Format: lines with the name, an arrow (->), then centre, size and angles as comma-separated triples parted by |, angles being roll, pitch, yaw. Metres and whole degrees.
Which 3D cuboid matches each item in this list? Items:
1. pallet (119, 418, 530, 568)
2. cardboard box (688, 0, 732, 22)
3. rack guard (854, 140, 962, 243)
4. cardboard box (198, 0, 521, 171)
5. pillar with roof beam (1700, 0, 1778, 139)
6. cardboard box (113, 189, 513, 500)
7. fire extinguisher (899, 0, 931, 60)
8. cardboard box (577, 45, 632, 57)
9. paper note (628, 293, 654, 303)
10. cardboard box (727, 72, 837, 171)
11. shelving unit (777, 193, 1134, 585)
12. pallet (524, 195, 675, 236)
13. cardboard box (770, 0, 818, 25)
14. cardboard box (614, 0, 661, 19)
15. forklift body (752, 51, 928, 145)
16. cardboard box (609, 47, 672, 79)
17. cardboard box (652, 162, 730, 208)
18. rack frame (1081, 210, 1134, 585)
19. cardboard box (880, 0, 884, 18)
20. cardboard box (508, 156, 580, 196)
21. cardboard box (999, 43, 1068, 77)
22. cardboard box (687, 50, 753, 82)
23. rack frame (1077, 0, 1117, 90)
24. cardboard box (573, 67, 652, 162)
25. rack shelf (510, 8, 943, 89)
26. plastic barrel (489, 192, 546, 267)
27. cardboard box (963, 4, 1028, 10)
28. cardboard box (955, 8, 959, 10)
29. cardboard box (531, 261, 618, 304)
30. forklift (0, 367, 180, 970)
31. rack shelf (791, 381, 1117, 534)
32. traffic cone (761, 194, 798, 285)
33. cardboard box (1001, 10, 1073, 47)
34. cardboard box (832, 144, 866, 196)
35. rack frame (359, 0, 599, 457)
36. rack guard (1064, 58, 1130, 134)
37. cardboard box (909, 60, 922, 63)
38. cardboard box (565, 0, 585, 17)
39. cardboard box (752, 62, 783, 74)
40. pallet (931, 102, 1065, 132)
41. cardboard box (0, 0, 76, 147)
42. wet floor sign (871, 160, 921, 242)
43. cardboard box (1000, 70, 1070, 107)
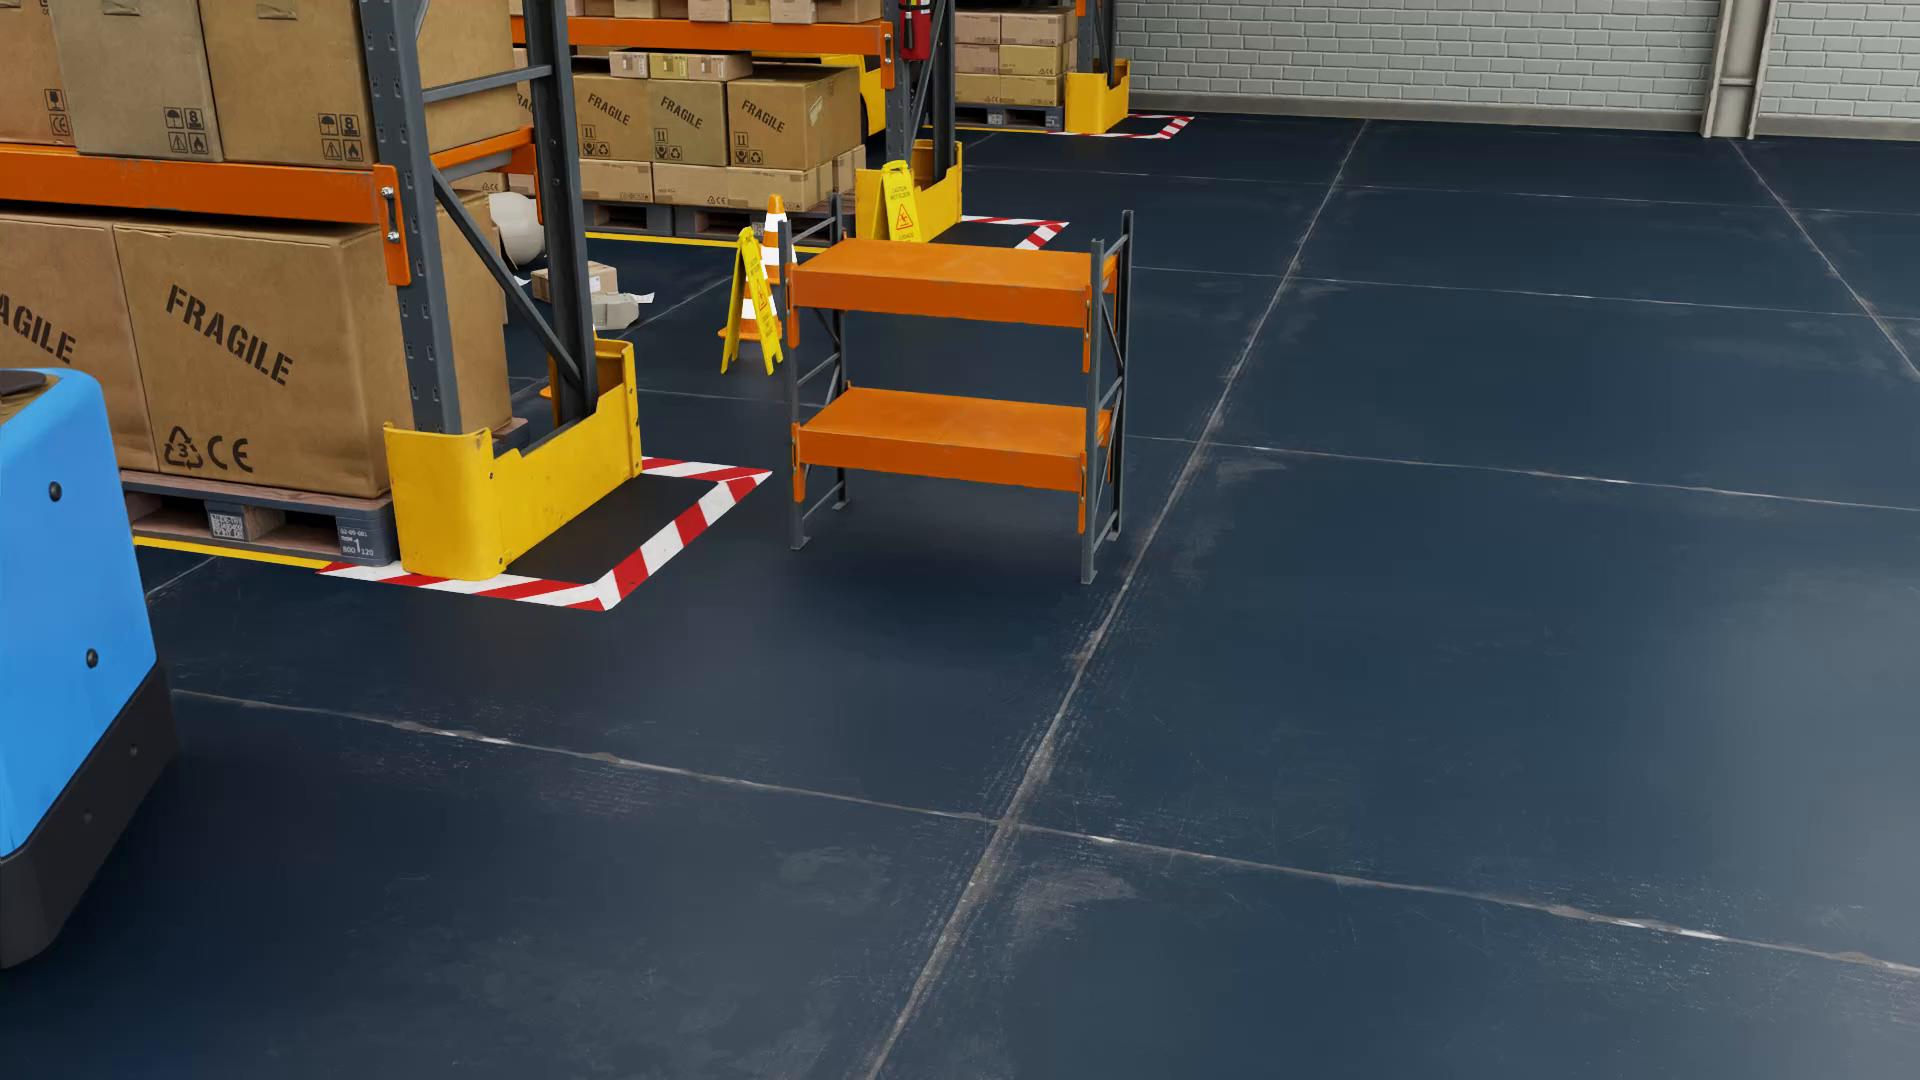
pallet -> -2.355, -0.249, 6.098 | 1.213, 0.211, 1.003 | 7, 23, 15
cardboard box -> -1.422, -3.177, 9.893 | 0.250, 0.149, 0.380 | 7, 23, 16
rack guard -> -0.306, -2.141, 10.331 | 0.348, 0.500, 1.175 | 7, 23, 16
cardboard box -> -1.935, -1.573, 5.455 | 0.550, 0.550, 0.875 | 7, 23, 16
pillar with roof beam -> 5.291, -6.050, 8.663 | 0.400, 9.000, 9.100 | 7, 23, 16
cardboard box -> -2.235, -0.741, 5.871 | 0.875, 0.875, 0.875 | 7, 23, 16
fire extinguisher -> -0.257, -3.073, 9.412 | 0.183, 0.674, 0.296 | 7, 23, 16
cardboard box -> -3.135, -4.680, 15.803 | 0.625, 0.625, 0.875 | 8, 24, 18
paper note -> -1.713, -1.296, 8.889 | 0.142, 0.019, 0.148 | -1, 22, -3
cardboard box -> -1.076, -2.551, 10.119 | 0.500, 0.500, 0.500 | 7, 23, 16
shelving unit -> -0.006, -0.521, 5.558 | 1.048, 1.125, 0.538 | 7, 23, 16
pallet -> -2.238, -2.244, 10.962 | 1.213, 0.211, 1.003 | 7, 23, 16
cardboard box -> -0.928, -3.124, 9.764 | 0.250, 0.149, 0.380 | 6, 23, 15
cardboard box -> -1.898, -3.251, 10.074 | 0.250, 0.149, 0.380 | 6, 23, 15
forklift body -> -1.145, -4.245, 13.286 | 1.214, 2.155, 2.313 | 7, 23, 16
cardboard box -> -1.938, -2.925, 10.176 | 0.250, 0.149, 0.380 | 8, 23, 18
cardboard box -> -1.579, -2.262, 10.401 | 0.500, 0.250, 0.500 | 7, 23, 16
rack frame -> 0.480, -0.465, 5.422 | 0.032, 1.125, 0.500 | 7, 23, 16
cardboard box -> -0.499, -3.285, 10.158 | 0.250, 0.149, 0.380 | 7, 23, 16
cardboard box -> -2.553, -2.375, 10.678 | 0.500, 0.250, 0.500 | 6, 23, 15
cardboard box -> 0.641, -4.186, 14.434 | 0.500, 0.250, 0.500 | 6, 23, 15
cardboard box -> -1.446, -2.867, 10.034 | 0.250, 0.149, 0.380 | 7, 23, 17
rack frame -> 1.197, -5.093, 14.234 | 0.127, 3.000, 1.000 | 7, 23, 16
cardboard box -> -2.057, -2.665, 10.396 | 0.500, 0.500, 0.500 | 6, 23, 14
rack shelf -> -2.148, -3.176, 10.507 | 4.000, 0.370, 1.077 | 7, 23, 16
plastic barrel -> -2.648, -1.774, 9.536 | 0.512, 0.421, 0.421 | -14, 26, -30
cardboard box -> 0.312, -4.653, 14.912 | 0.500, 0.250, 0.500 | 7, 23, 16
cardboard box -> -0.311, -4.520, 14.590 | 0.500, 0.250, 0.500 | 7, 23, 16
cardboard box -> -2.071, -1.380, 8.938 | 0.380, 0.149, 0.250 | -20, 29, -39
forklift -> -3.470, -0.533, 3.208 | 3.031, 2.935, 1.130 | -3, 22, -6
rack shelf -> -0.006, -0.295, 5.651 | 1.000, 0.278, 0.538 | 7, 23, 16
traffic cone -> -1.018, -1.694, 9.290 | 0.334, 0.463, 0.336 | 7, 23, 16
cardboard box -> 0.666, -4.415, 14.333 | 0.500, 0.250, 0.500 | 7, 23, 17
cardboard box -> -0.926, -2.400, 10.739 | 0.500, 0.250, 0.500 | 6, 23, 15
rack frame -> -1.566, -1.480, 5.425 | 0.127, 3.000, 1.000 | 7, 23, 16
rack guard -> 1.220, -3.934, 14.702 | 0.348, 0.500, 1.175 | 7, 23, 16
cardboard box -> -0.337, -4.294, 14.697 | 0.500, 0.250, 0.500 | 6, 23, 14
cardboard box -> -2.383, -3.299, 10.192 | 0.250, 0.149, 0.380 | 6, 23, 15
cardboard box -> -1.450, -2.805, 10.738 | 0.500, 0.500, 0.500 | 6, 23, 14
pallet -> 0.453, -3.872, 14.930 | 1.213, 0.211, 1.003 | 7, 23, 16
cardboard box -> -2.967, -1.733, 5.844 | 0.550, 0.550, 0.875 | 7, 23, 16
wet floor sign -> -0.360, -1.790, 9.284 | 0.232, 0.644, 0.267 | 16, 27, 34
cardboard box -> 0.656, -3.952, 14.521 | 0.500, 0.250, 0.500 | 7, 23, 16
